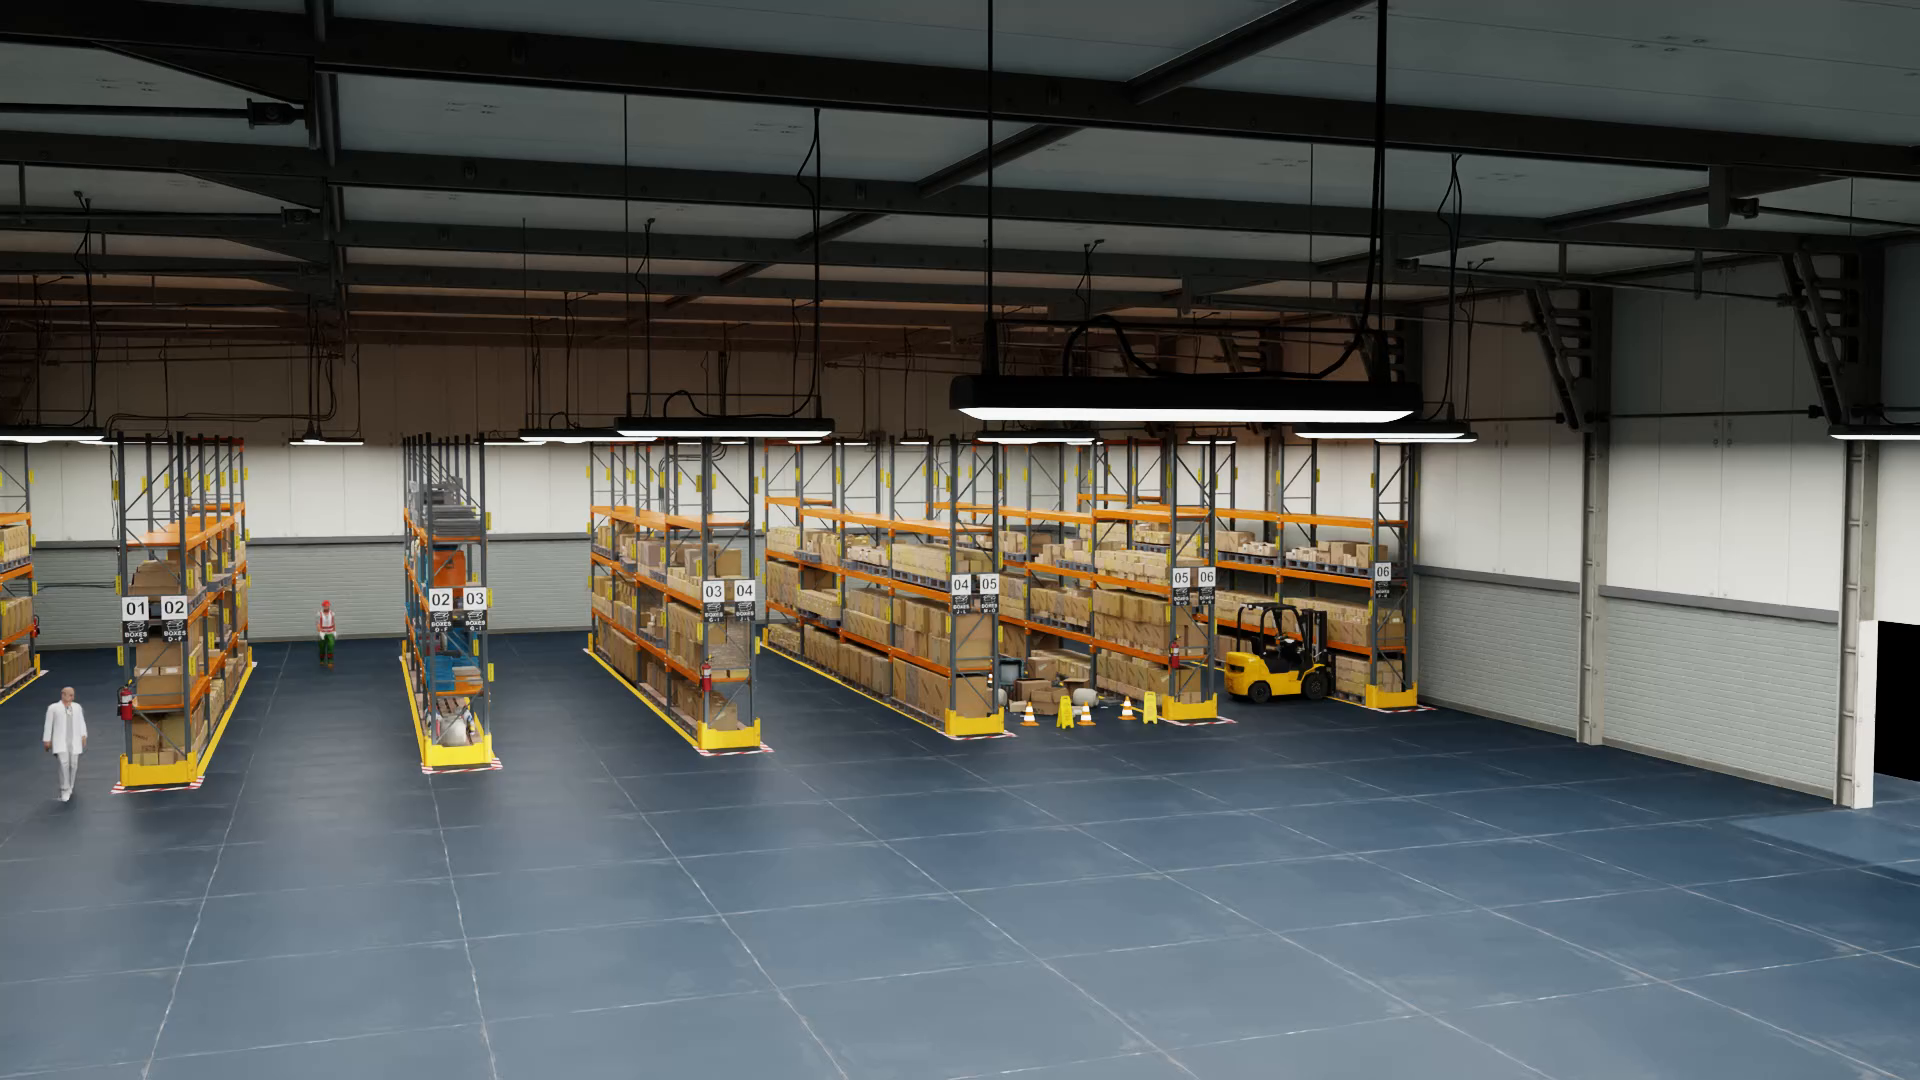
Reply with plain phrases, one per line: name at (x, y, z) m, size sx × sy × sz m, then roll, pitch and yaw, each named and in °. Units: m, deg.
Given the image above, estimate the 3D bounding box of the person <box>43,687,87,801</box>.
person at (-14.627, 3.341, 27.318) m, size 0.699 × 1.800 × 0.625 m, roll 3°, pitch 4°, yaw 39°

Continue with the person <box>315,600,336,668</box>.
person at (-16.484, 2.440, 43.293) m, size 0.555 × 1.727 × 0.995 m, roll -2°, pitch 4°, yaw -33°
